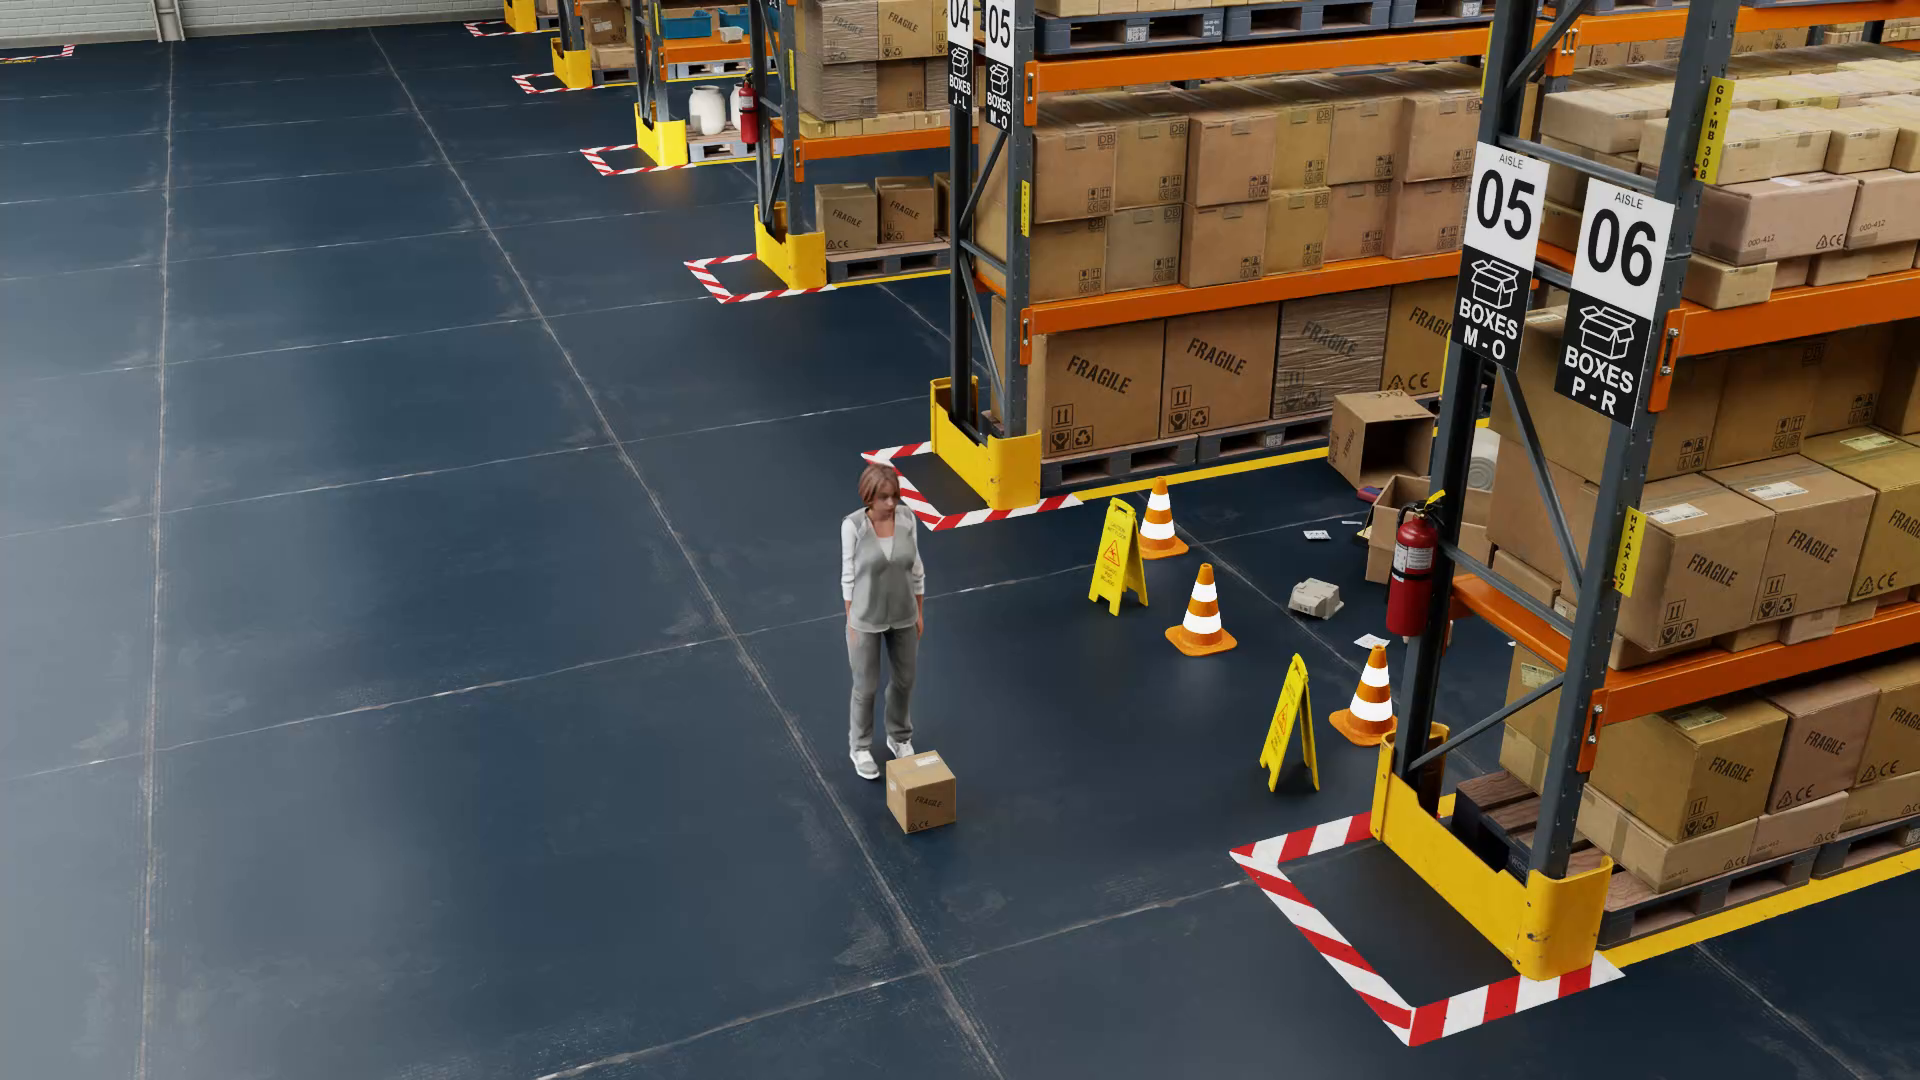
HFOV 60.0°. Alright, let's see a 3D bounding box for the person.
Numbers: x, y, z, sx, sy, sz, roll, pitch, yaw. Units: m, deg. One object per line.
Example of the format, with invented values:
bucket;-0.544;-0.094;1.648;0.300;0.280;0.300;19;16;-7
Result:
person;-0.355;0.387;7.870;0.406;1.617;0.310;-10;28;-19
